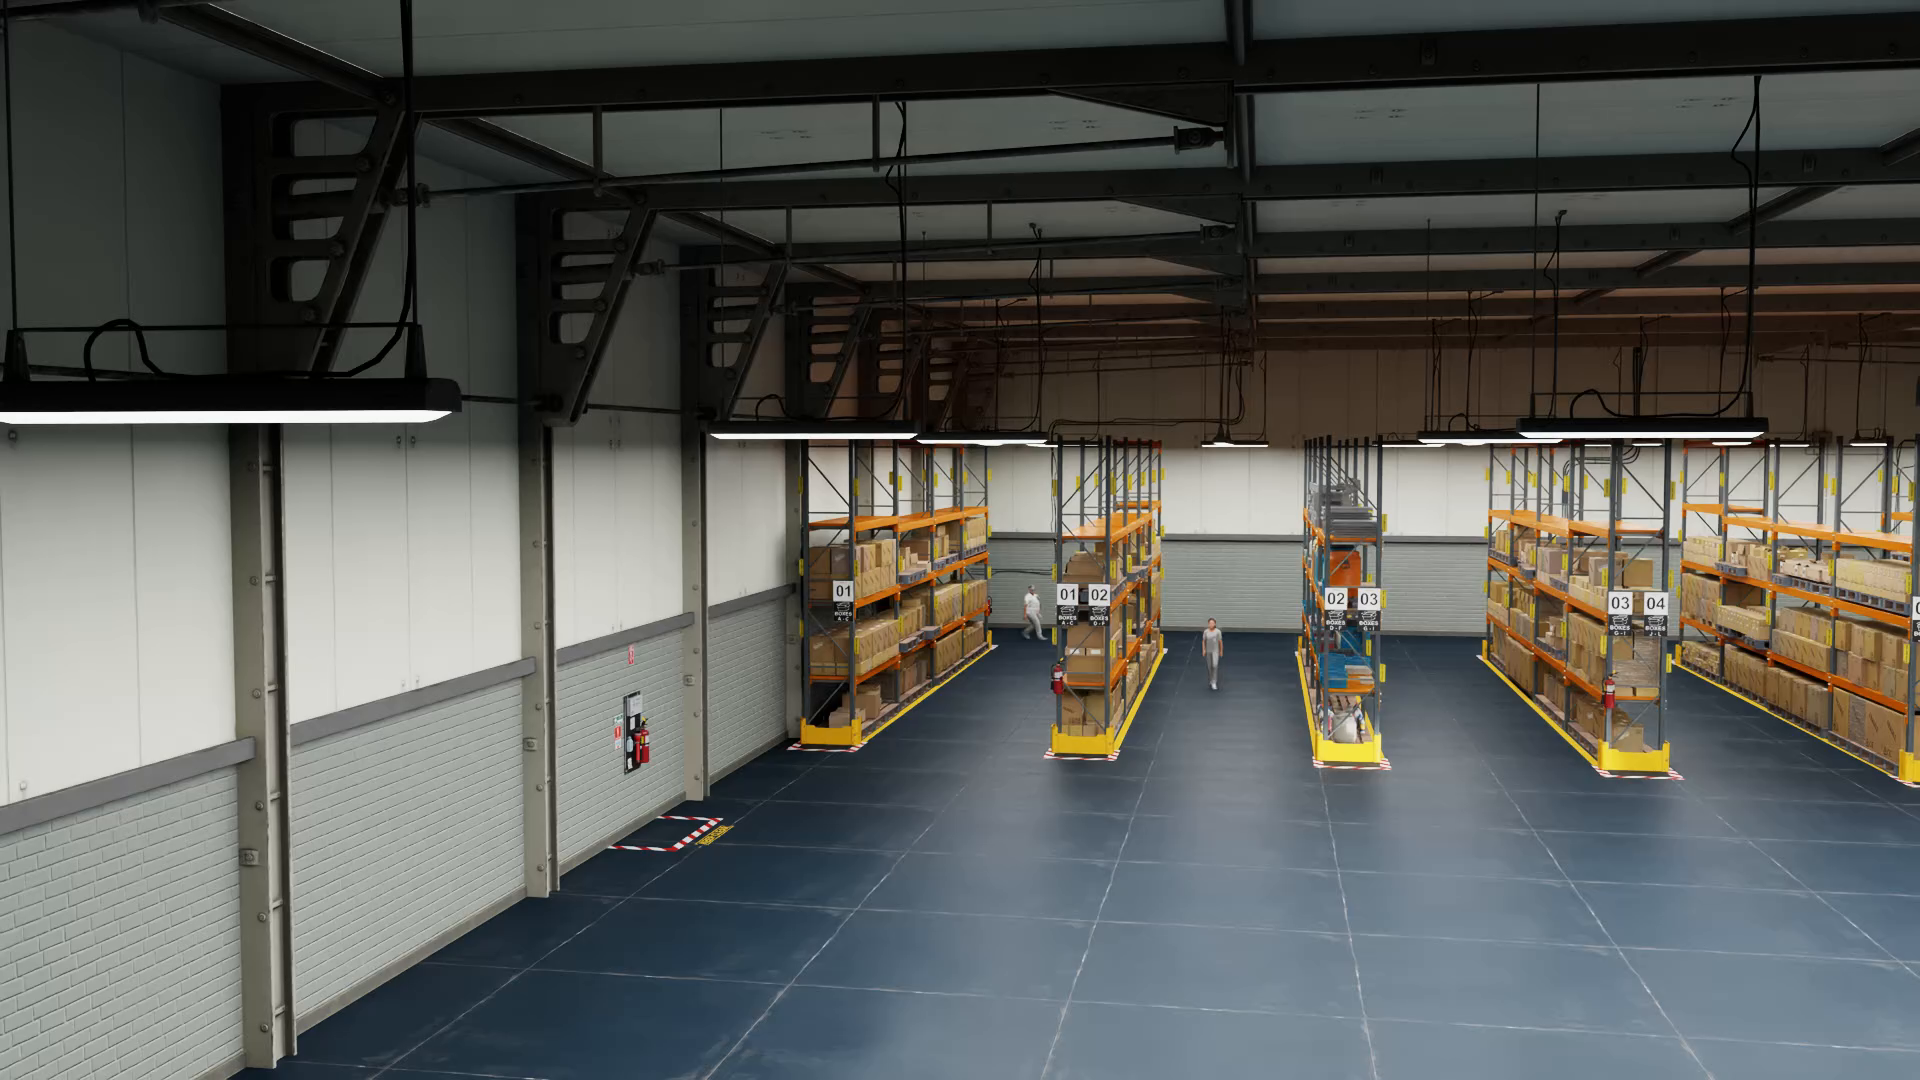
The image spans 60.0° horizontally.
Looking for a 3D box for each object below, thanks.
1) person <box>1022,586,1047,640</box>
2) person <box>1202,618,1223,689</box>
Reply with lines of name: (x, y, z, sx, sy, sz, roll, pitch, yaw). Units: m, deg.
person: (2.233, 2.192, 50.145, 1.062, 1.657, 0.527, 3, 4, 41)
person: (6.071, 2.711, 40.163, 0.466, 1.642, 0.864, 1, 3, 26)
